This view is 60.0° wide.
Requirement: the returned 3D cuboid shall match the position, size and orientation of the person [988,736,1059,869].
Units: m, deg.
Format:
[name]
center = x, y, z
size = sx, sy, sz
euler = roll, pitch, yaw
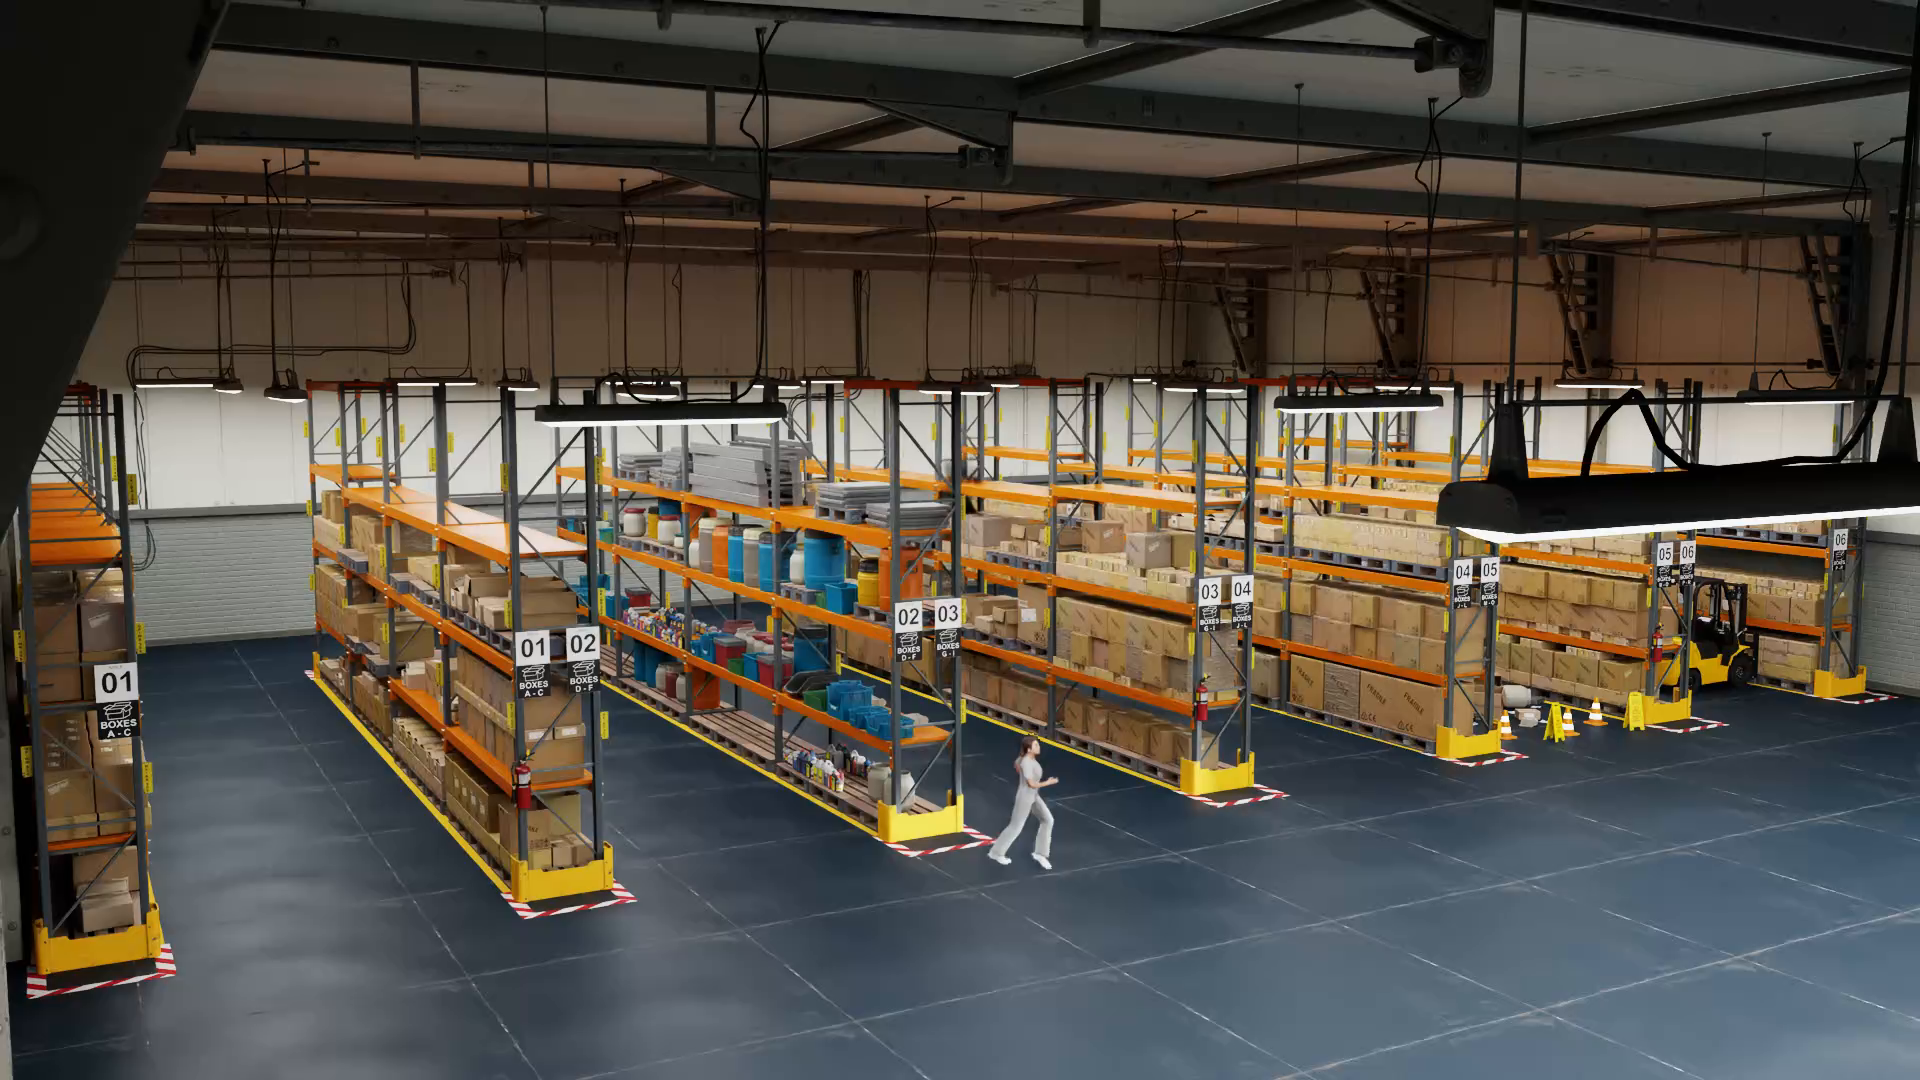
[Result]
[person]
center = 0.807, 3.292, 20.857
size = 0.880, 1.712, 0.573
euler = 1, 6, 12
